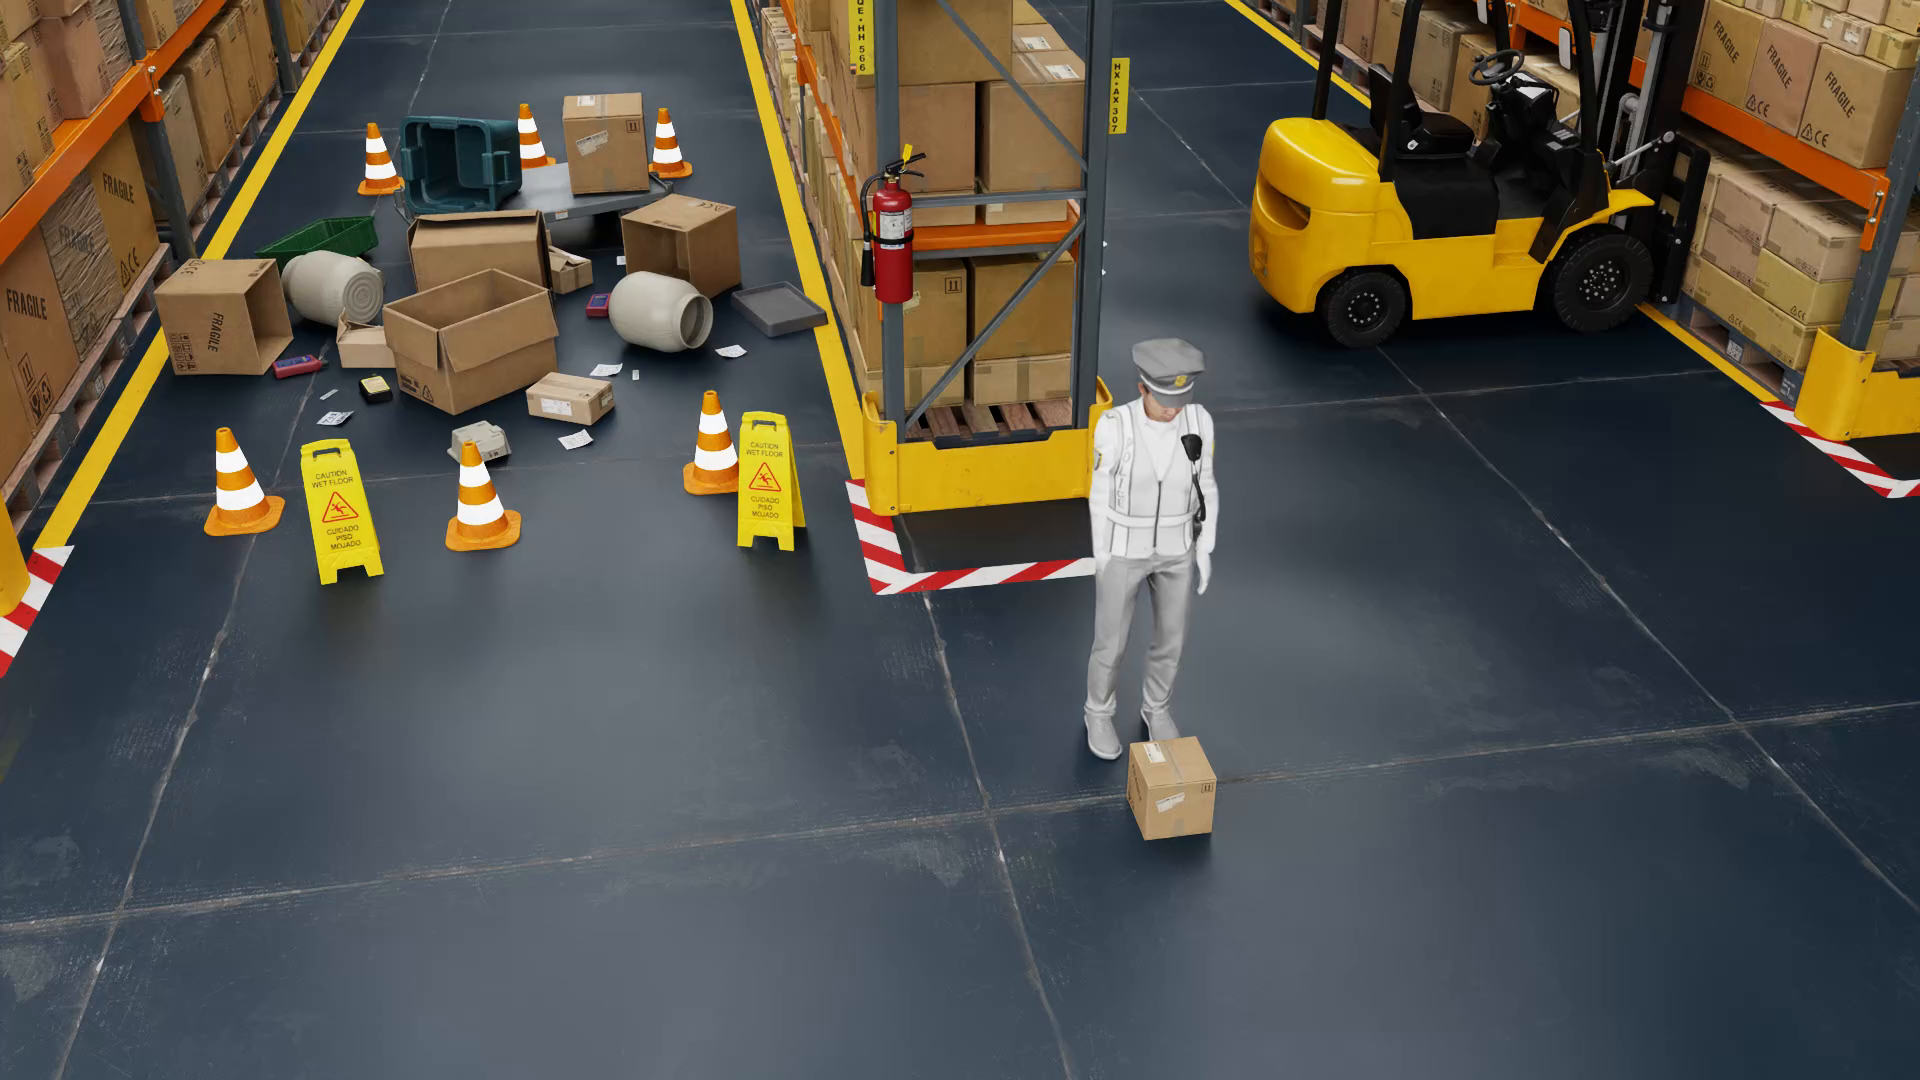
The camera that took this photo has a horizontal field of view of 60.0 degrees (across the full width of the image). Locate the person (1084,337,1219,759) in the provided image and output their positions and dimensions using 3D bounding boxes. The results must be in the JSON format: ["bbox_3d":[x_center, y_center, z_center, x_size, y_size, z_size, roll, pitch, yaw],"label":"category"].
[{"bbox_3d":[0.698,0.049,6.062,0.474,1.661,0.327,-5,31,-8],"label":"person"}]
